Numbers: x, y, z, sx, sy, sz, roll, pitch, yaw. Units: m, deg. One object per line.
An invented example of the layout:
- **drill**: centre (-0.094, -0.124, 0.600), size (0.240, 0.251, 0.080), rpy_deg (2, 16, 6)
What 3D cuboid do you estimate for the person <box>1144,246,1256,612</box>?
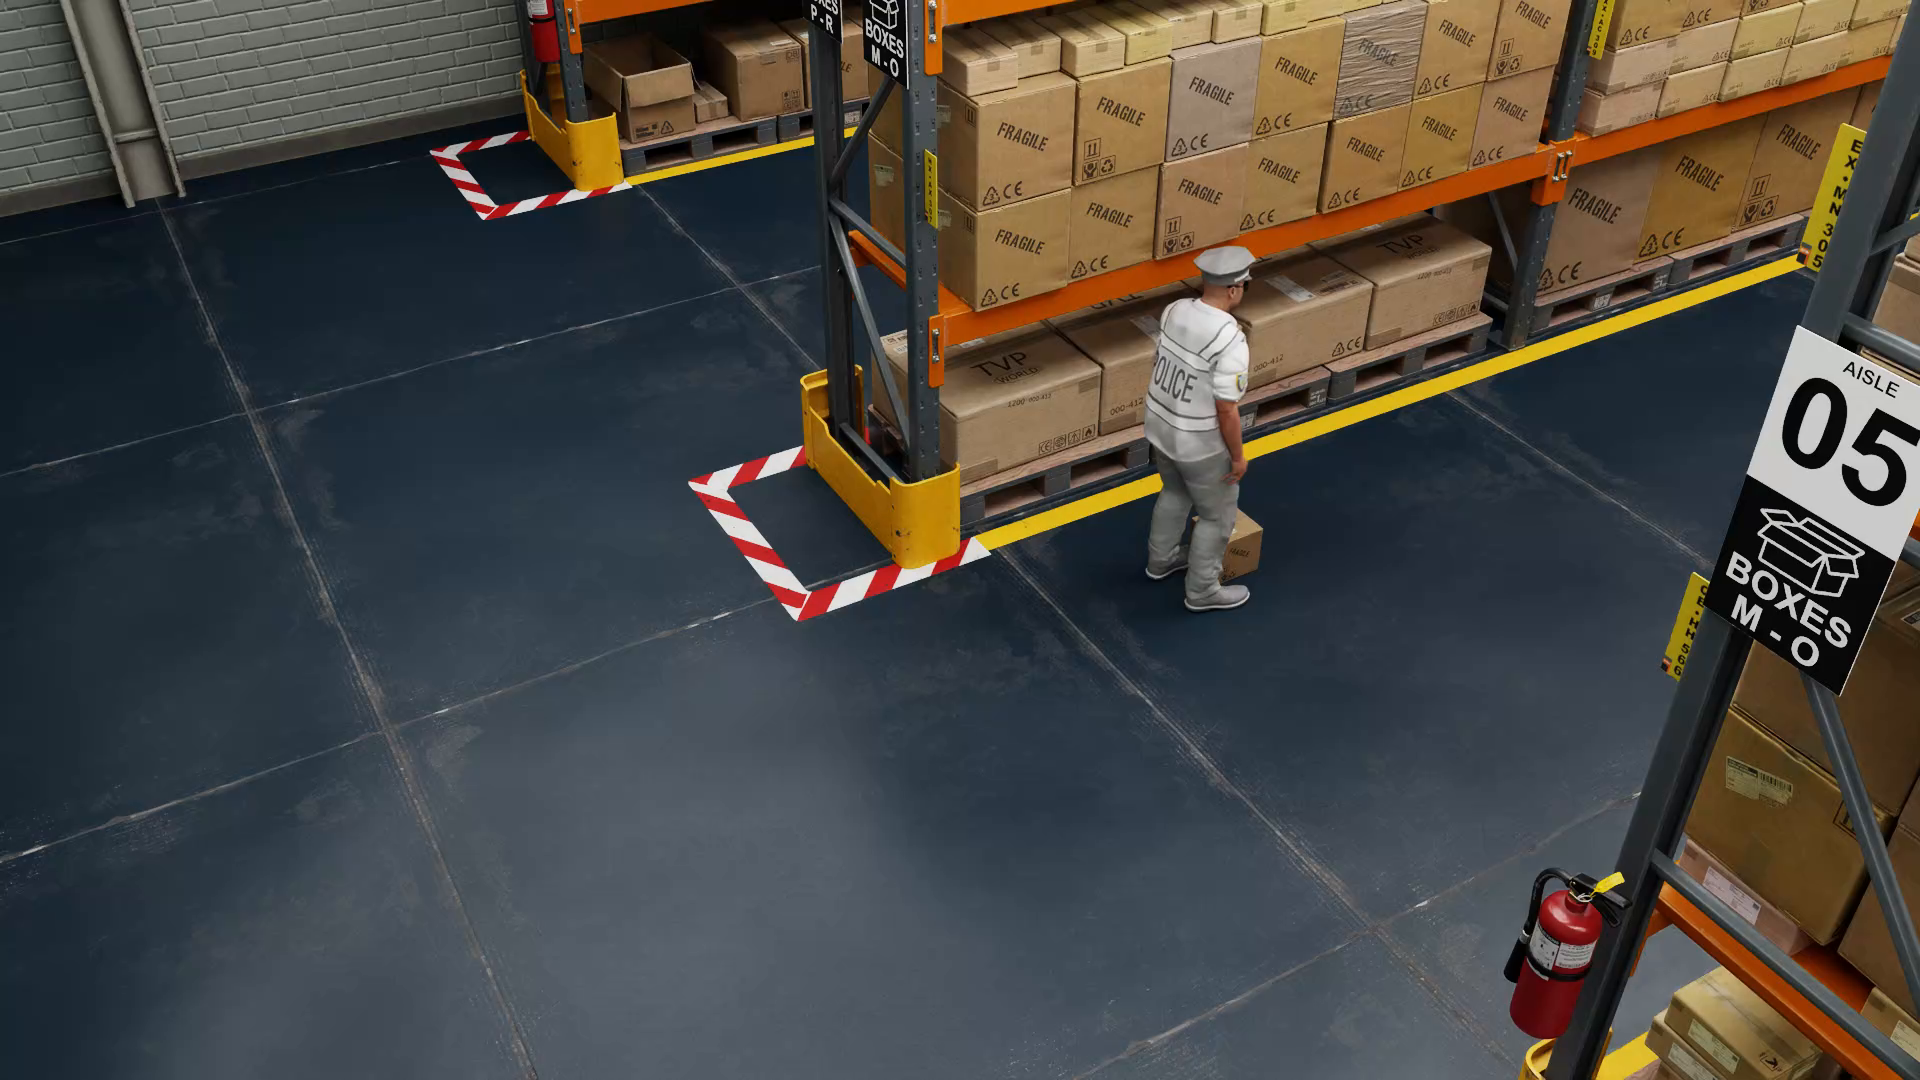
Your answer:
- **person**: centre (1.080, -0.484, 7.577), size (0.443, 1.744, 0.585), rpy_deg (-19, 41, -24)
